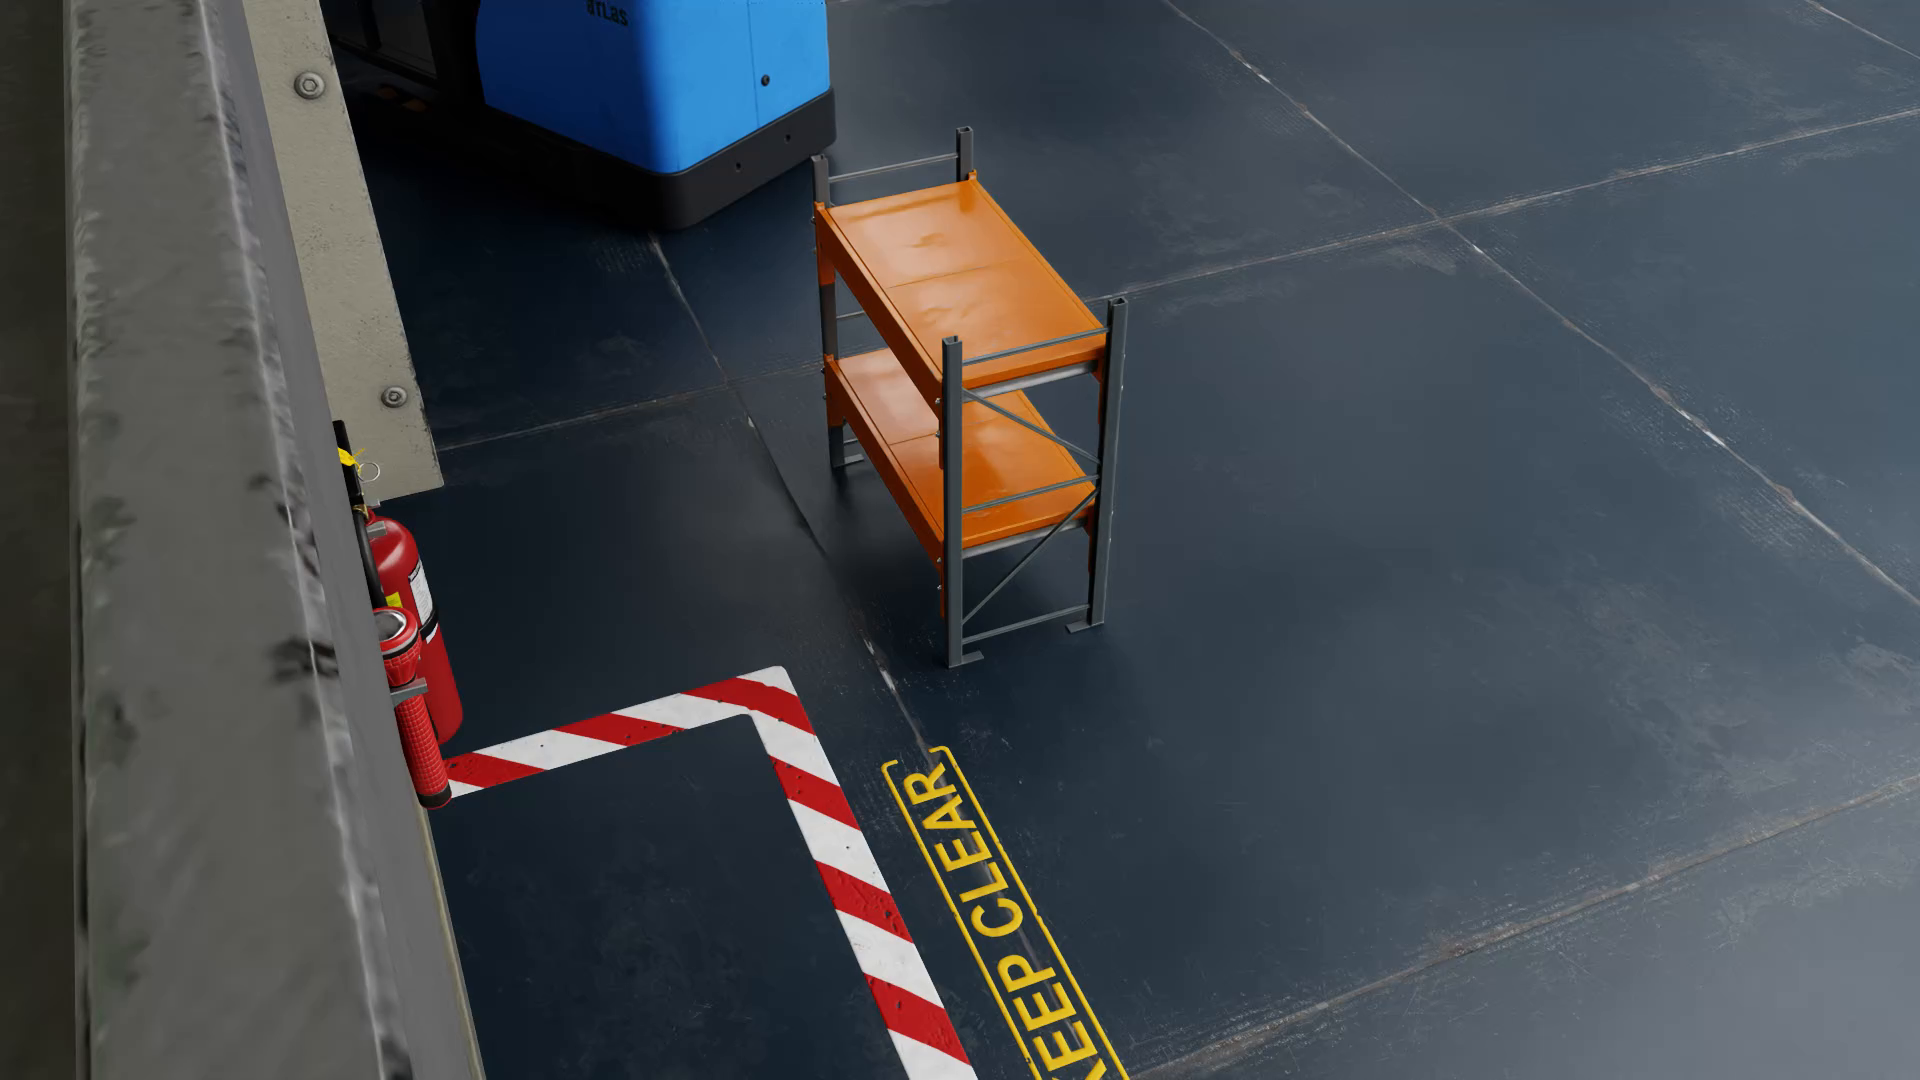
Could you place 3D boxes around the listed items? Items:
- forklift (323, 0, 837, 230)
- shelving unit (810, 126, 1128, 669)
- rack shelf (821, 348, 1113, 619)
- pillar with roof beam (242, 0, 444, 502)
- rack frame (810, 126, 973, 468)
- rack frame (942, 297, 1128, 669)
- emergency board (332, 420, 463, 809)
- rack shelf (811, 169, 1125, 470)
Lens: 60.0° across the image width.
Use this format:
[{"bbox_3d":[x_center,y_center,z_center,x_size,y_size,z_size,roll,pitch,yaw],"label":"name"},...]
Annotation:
[{"bbox_3d":[-2.014,-3.117,6.626,3.031,2.935,1.130,26,47,27],"label":"forklift"},{"bbox_3d":[-0.003,-0.431,4.888,0.538,1.125,1.048,-15,43,-17],"label":"shelving unit"},{"bbox_3d":[-0.003,-0.245,5.047,0.538,0.278,1.000,-15,43,-17],"label":"rack shelf"},{"bbox_3d":[2.067,-4.745,3.866,9.100,9.000,0.400,-15,43,-17],"label":"pillar with roof beam"},{"bbox_3d":[-0.197,-0.737,5.244,0.500,1.125,0.032,-15,43,-17],"label":"rack frame"},{"bbox_3d":[0.192,-0.124,4.532,0.500,1.125,0.032,-15,43,-17],"label":"rack frame"},{"bbox_3d":[-1.000,0.102,2.831,0.194,1.169,0.643,-15,43,-17],"label":"emergency board"},{"bbox_3d":[-0.003,-0.652,4.697,0.538,0.278,1.000,-15,43,-17],"label":"rack shelf"}]
